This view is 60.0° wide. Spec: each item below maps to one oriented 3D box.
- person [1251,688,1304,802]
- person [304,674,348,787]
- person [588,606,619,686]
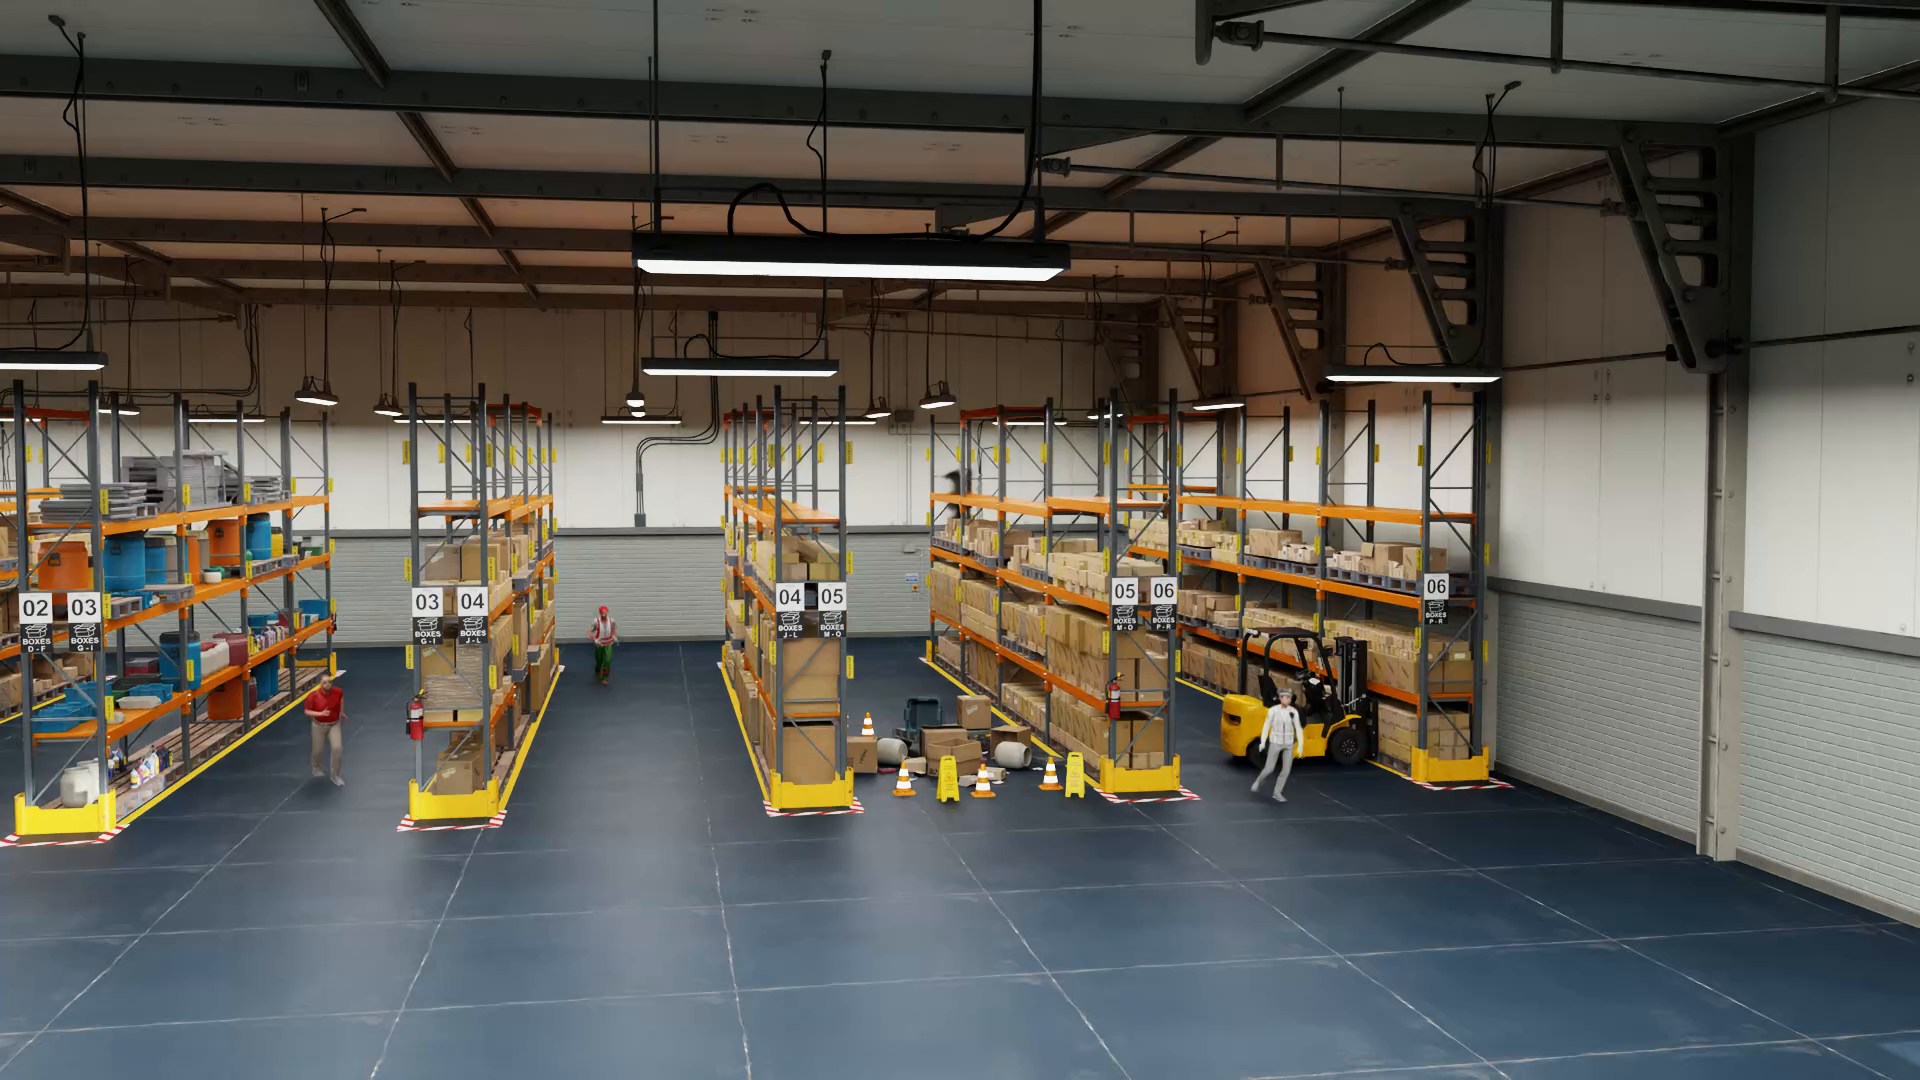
[{"bbox_3d":[4.603,2.954,24.127,0.709,1.647,0.545,0,3,-2],"label":"person"},{"bbox_3d":[-9.678,2.881,25.382,0.667,1.713,1.000,-2,3,-32],"label":"person"},{"bbox_3d":[-7.834,2.293,36.419,0.659,1.739,0.825,-1,3,-22],"label":"person"}]
